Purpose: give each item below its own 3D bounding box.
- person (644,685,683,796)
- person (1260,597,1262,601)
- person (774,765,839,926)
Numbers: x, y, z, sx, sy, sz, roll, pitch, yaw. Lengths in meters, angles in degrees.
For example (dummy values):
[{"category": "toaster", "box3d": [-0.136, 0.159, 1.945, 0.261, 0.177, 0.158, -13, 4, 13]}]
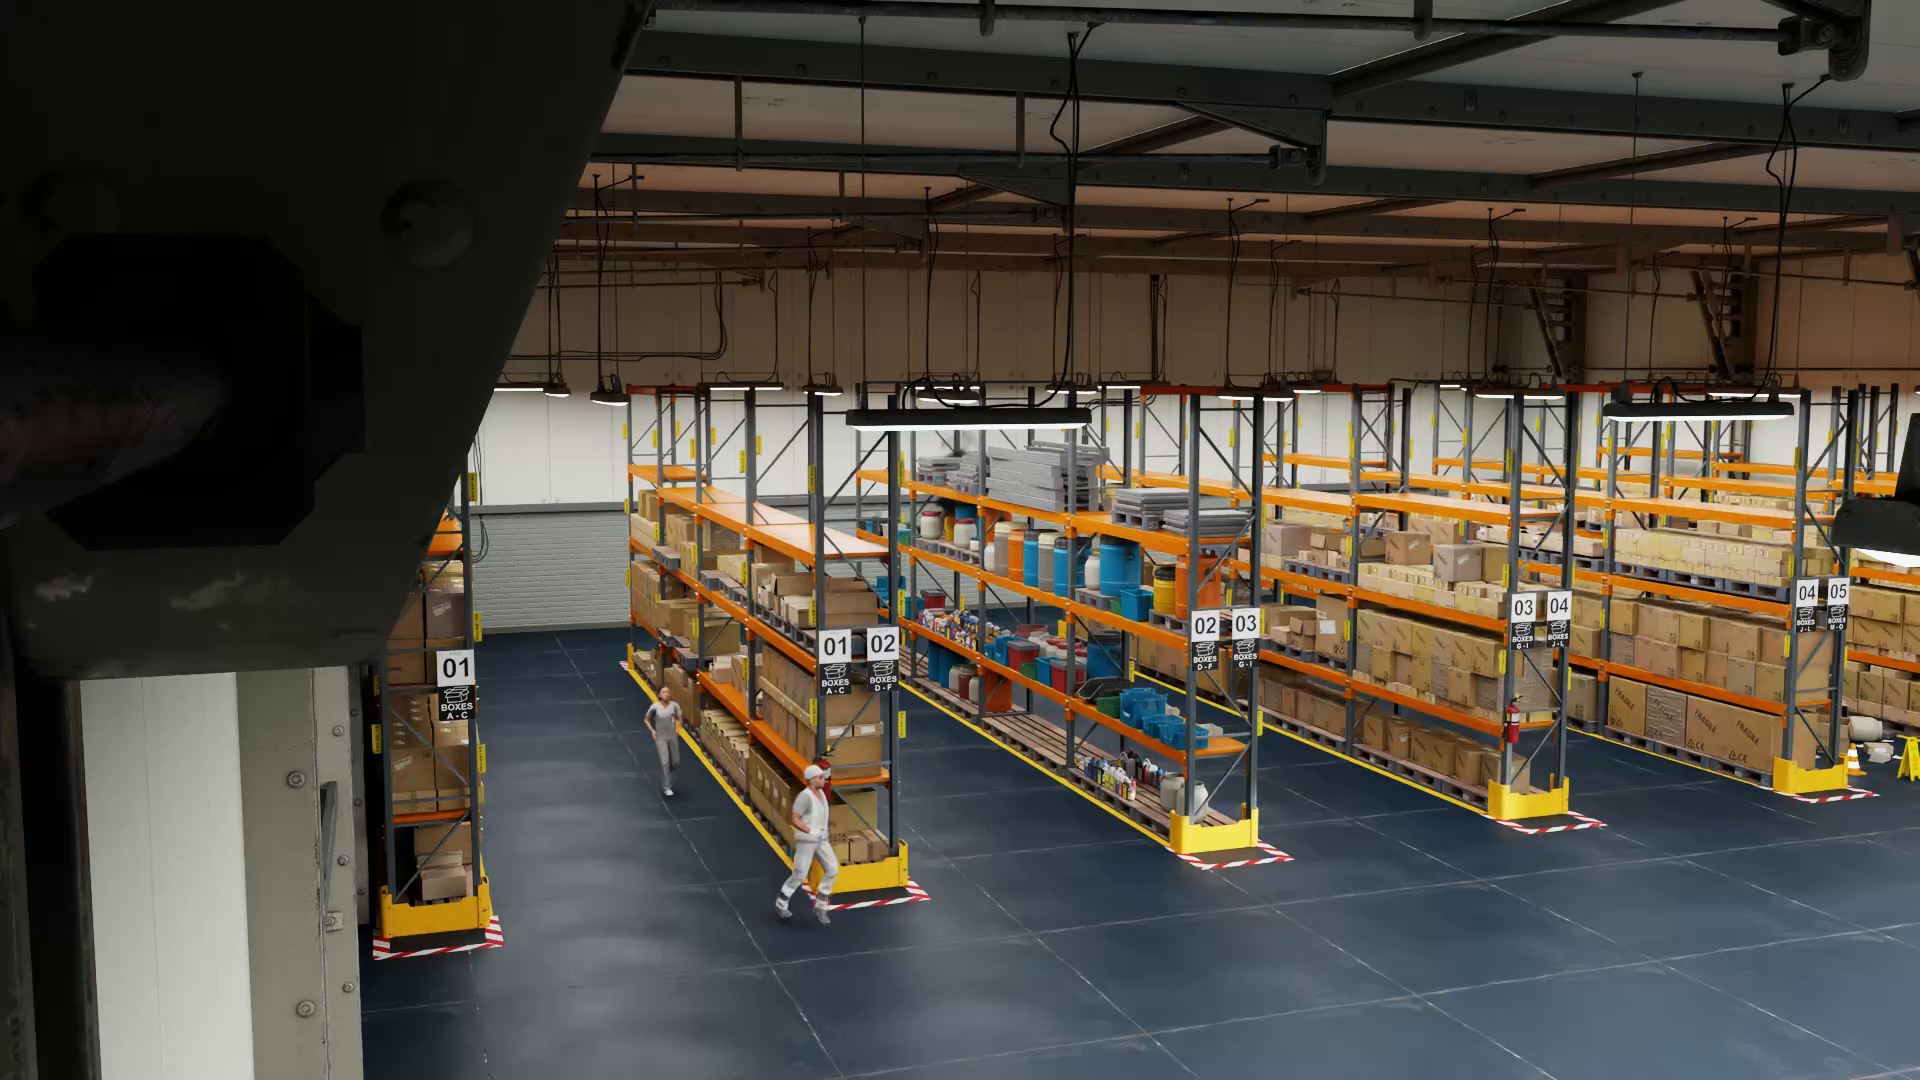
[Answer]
[{"category": "person", "box3d": [-4.412, 2.959, 24.820, 0.569, 1.625, 0.724, -2, 6, -22]}, {"category": "person", "box3d": [6.191, 1.930, 34.771, 0.537, 1.585, 0.893, -3, 7, -28]}, {"category": "person", "box3d": [-1.711, 3.486, 19.149, 0.701, 1.801, 0.717, 3, 7, 30]}]
